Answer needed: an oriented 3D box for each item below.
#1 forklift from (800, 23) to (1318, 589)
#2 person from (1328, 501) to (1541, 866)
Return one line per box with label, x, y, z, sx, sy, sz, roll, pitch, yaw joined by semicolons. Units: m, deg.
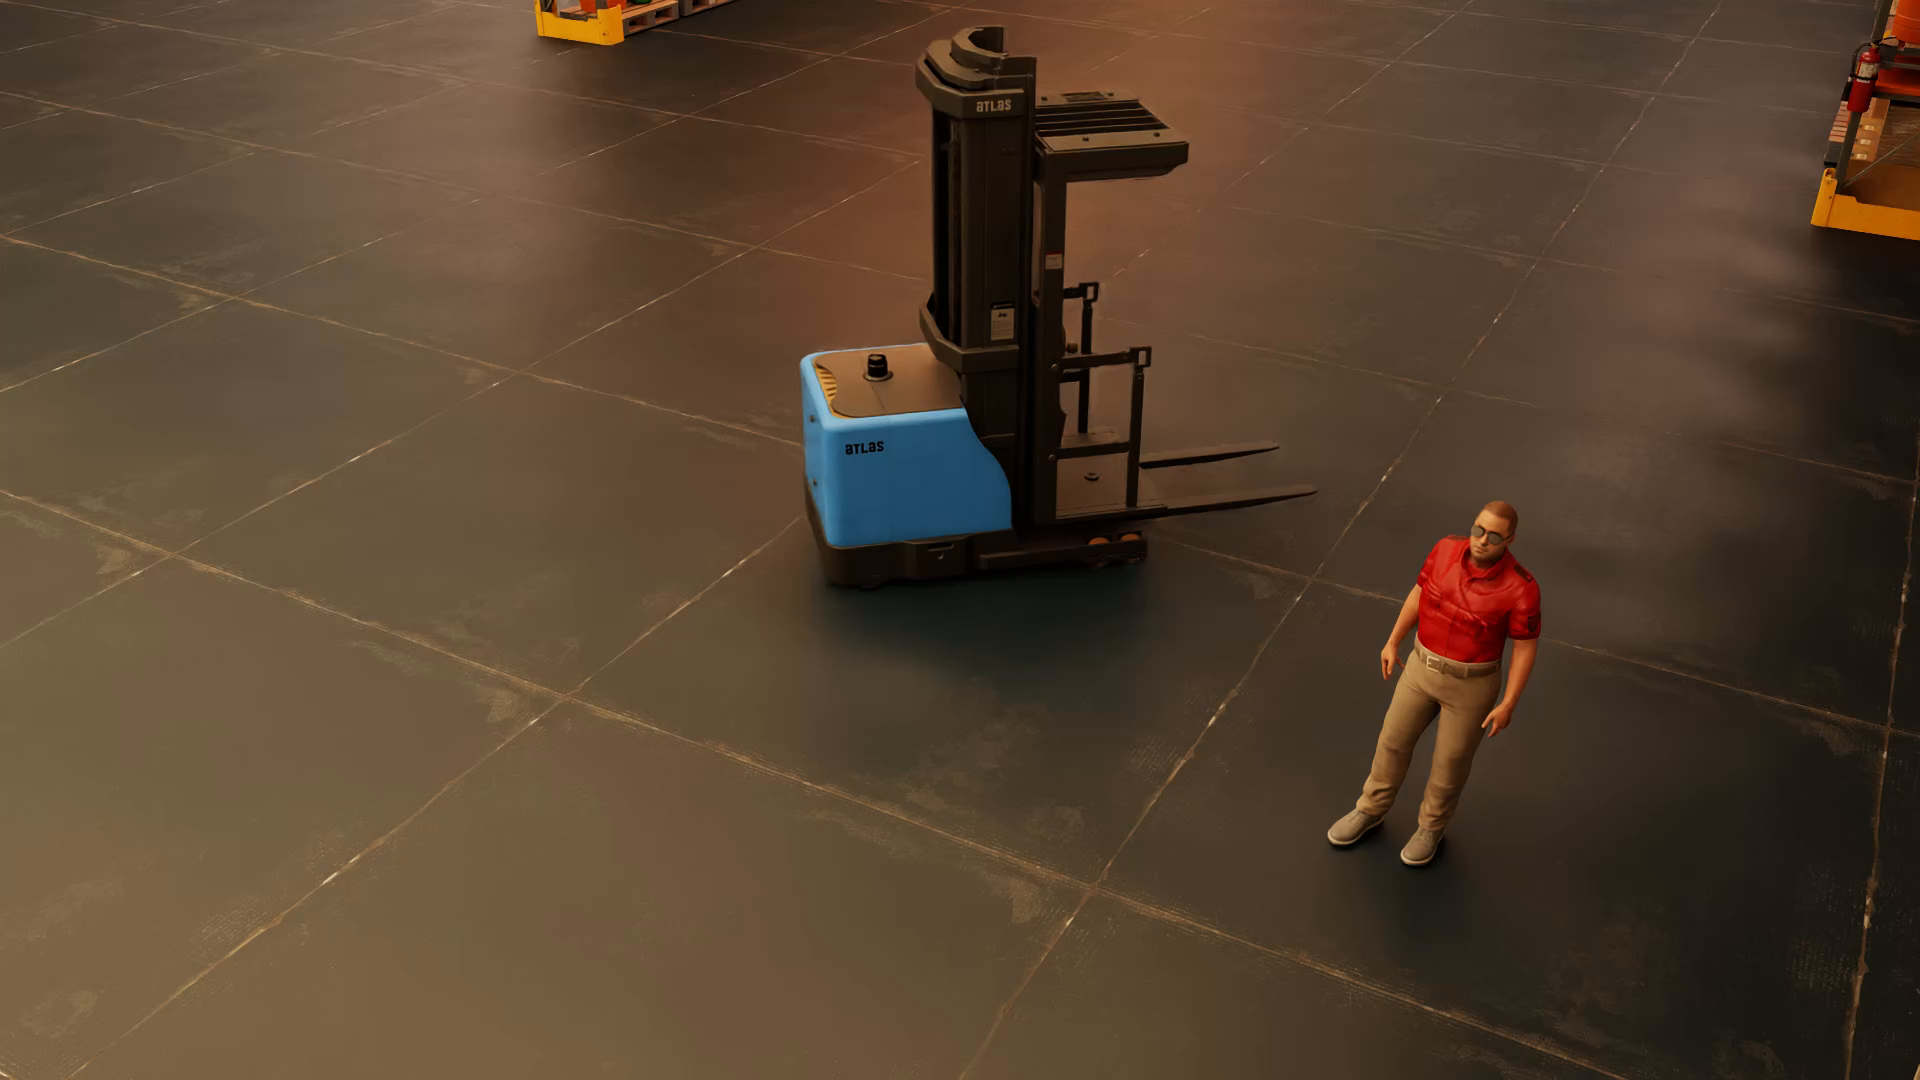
forklift;0.621;-1.366;9.438;3.031;2.935;1.130;-7;31;-11
person;2.066;0.637;7.156;0.552;1.728;0.638;-26;39;-38
